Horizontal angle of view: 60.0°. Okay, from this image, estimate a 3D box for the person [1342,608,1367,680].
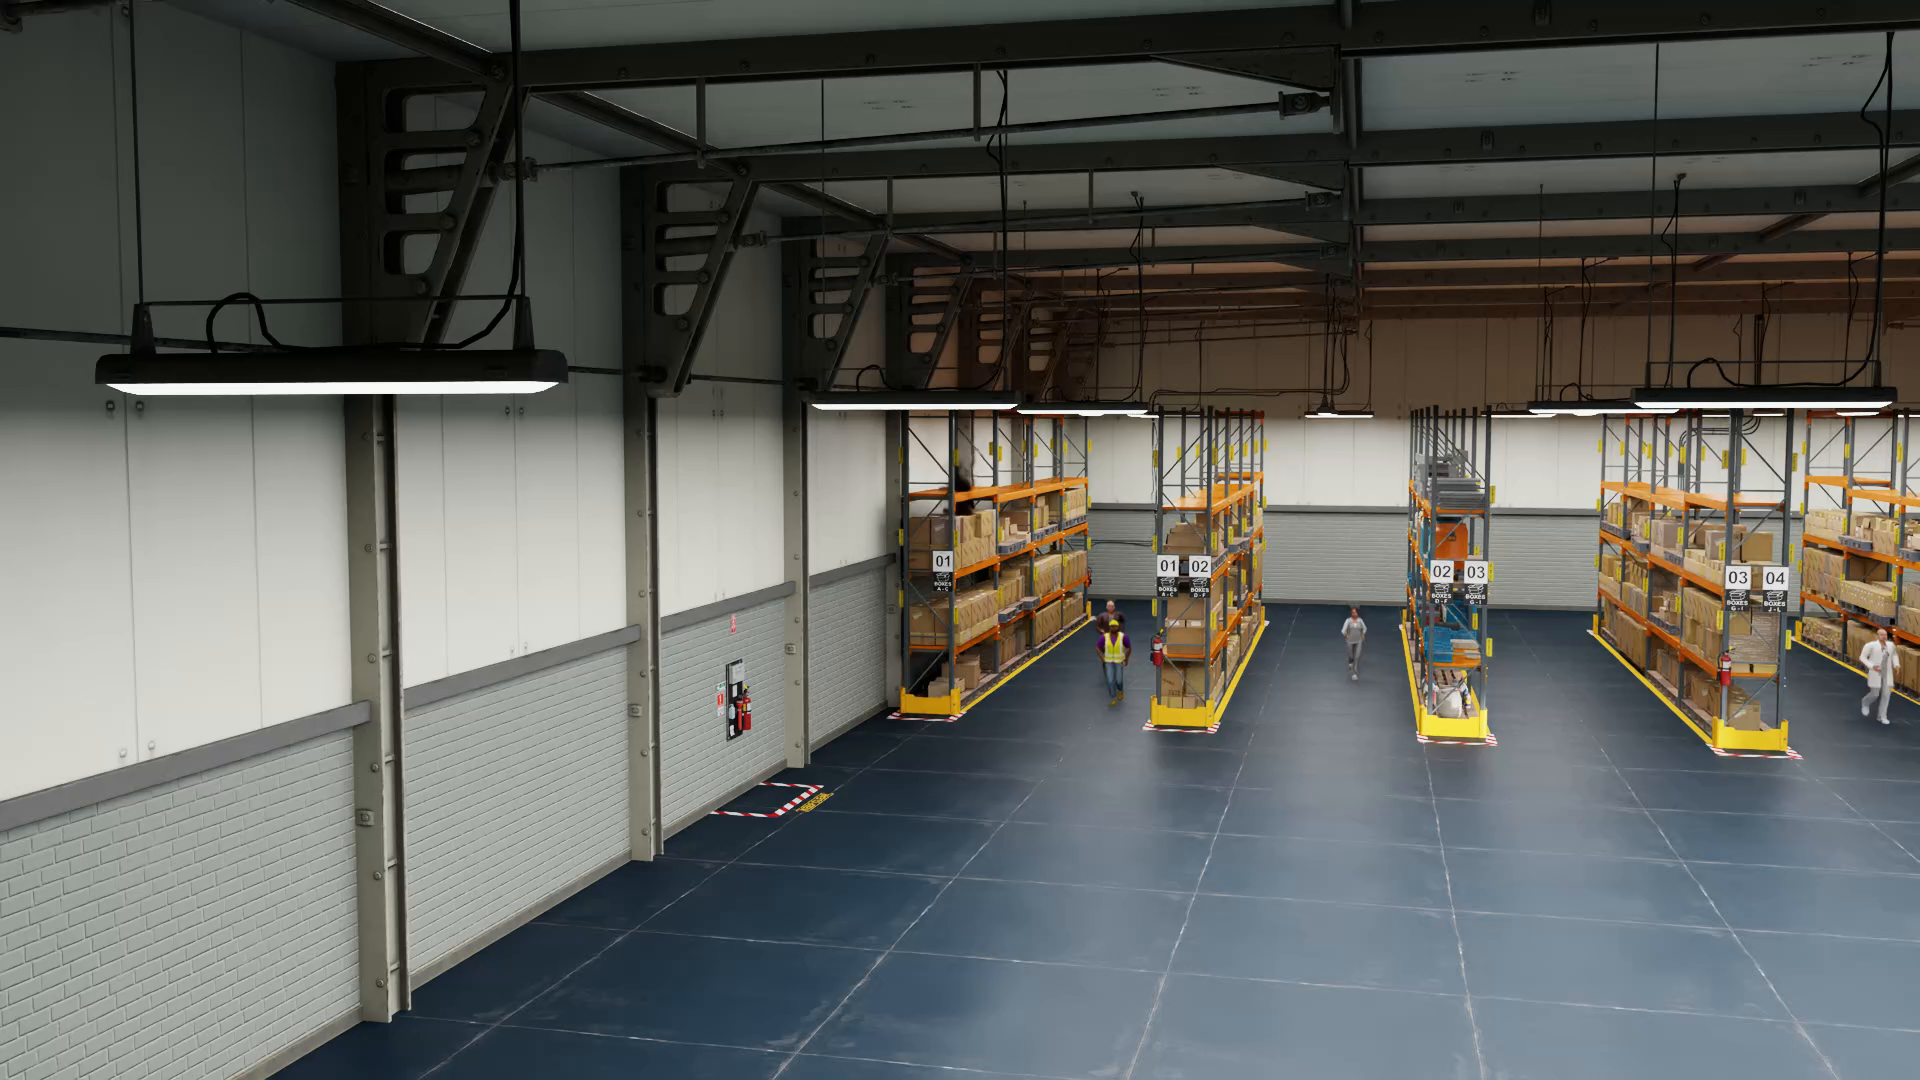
[{"bbox_3d":[8.775,2.291,37.007,0.547,1.584,0.754,1,4,8],"label":"person"}]

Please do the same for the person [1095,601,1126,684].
[{"bbox_3d":[3.303,2.213,36.487,0.689,1.772,0.976,0,4,1],"label":"person"}]

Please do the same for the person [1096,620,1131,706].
[{"bbox_3d":[3.080,2.458,33.452,0.706,1.728,0.575,1,4,10],"label":"person"}]

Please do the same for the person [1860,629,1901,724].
[{"bbox_3d":[17.530,2.574,31.704,0.737,1.775,0.836,0,4,5],"label":"person"}]
